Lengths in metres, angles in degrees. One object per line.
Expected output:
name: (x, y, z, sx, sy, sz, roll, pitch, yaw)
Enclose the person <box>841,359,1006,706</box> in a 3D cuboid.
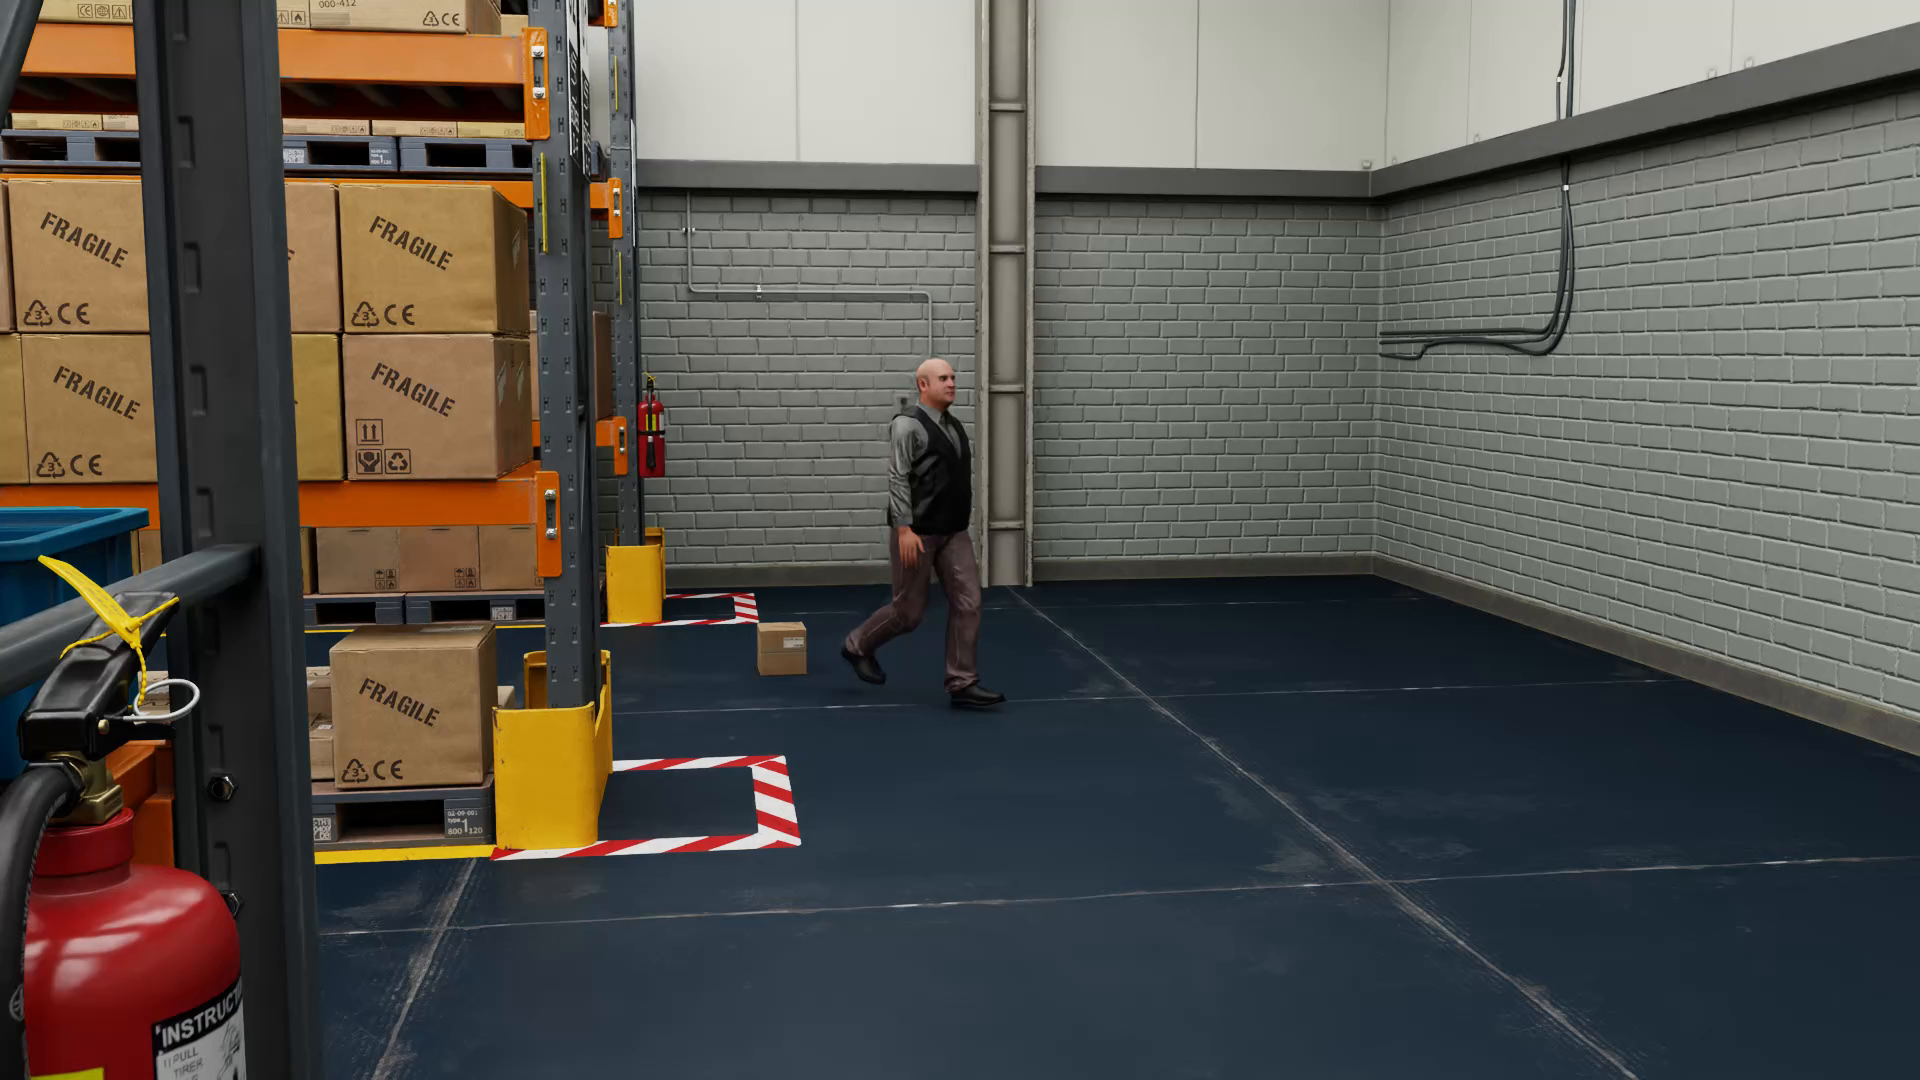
person: (-0.201, -0.040, 8.171, 0.921, 1.692, 0.552, 5, 8, 39)
